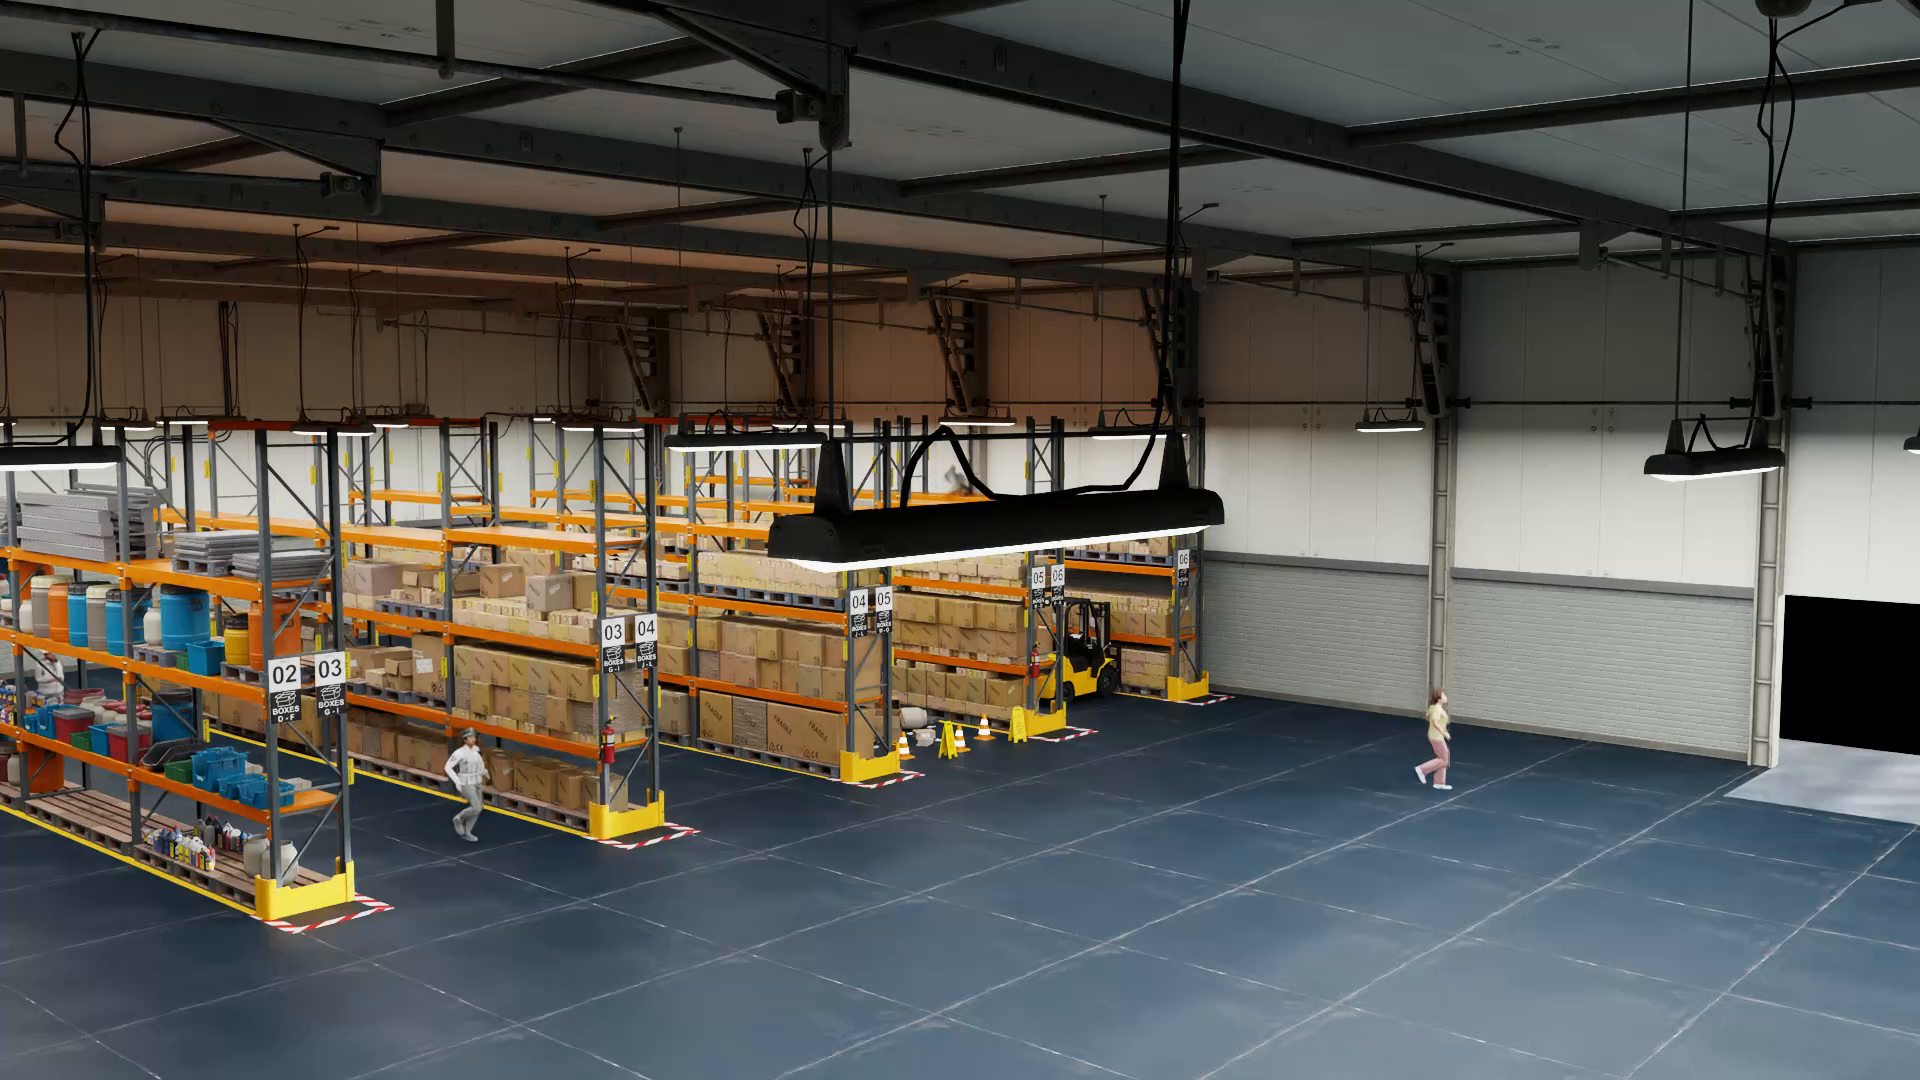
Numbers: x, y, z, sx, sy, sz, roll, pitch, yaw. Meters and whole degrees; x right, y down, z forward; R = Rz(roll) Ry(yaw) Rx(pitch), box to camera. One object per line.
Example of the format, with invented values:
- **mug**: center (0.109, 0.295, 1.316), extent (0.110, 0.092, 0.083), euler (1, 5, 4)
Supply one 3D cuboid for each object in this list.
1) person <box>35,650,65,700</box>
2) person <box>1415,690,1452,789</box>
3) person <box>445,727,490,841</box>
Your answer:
- **person**: center (-16.997, 2.866, 31.083), extent (0.848, 1.833, 0.620), euler (3, 6, 34)
- **person**: center (7.748, 3.263, 27.240), extent (0.635, 1.645, 0.580), euler (0, 5, 2)
- **person**: center (-7.021, 3.519, 23.936), extent (0.541, 1.653, 0.615), euler (2, 5, 27)
